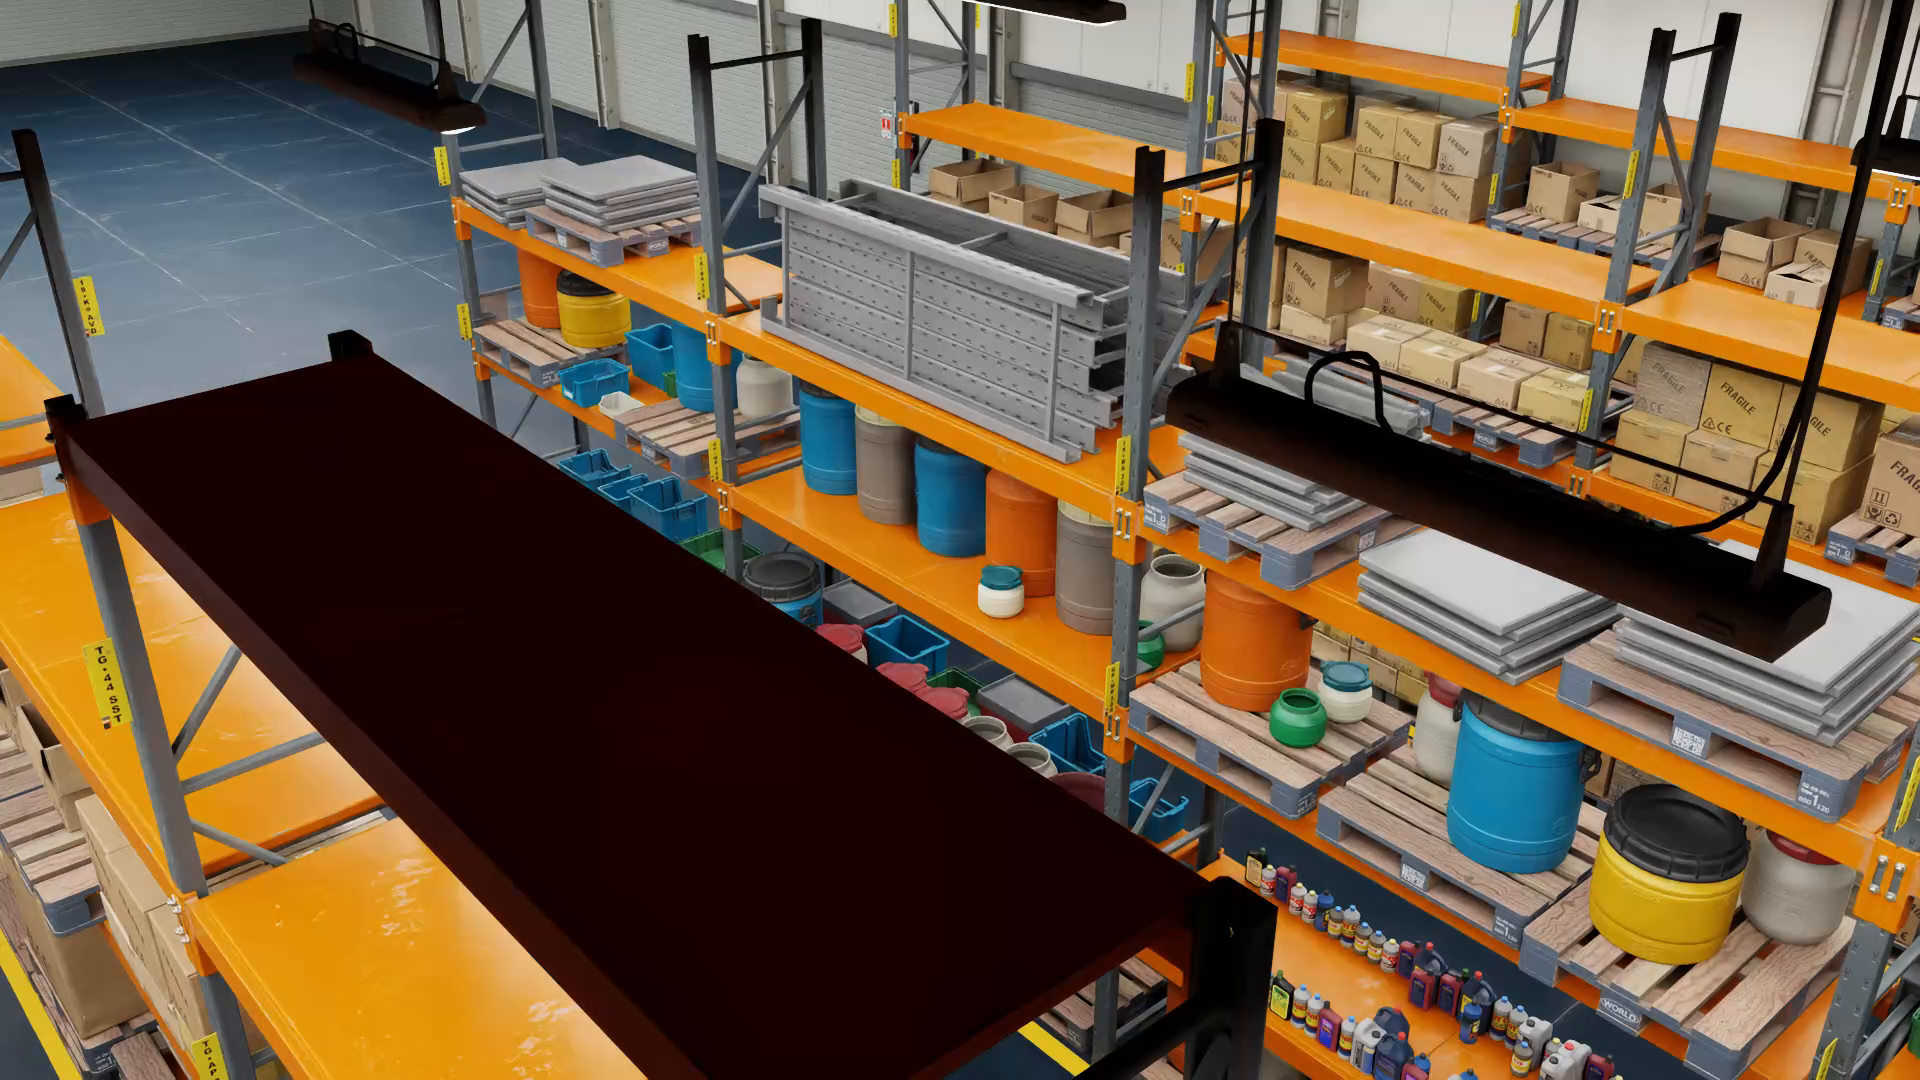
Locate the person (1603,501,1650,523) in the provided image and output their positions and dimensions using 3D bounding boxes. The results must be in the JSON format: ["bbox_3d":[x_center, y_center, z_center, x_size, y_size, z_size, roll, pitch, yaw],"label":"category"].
[{"bbox_3d":[6.372,-0.124,15.950,0.480,1.646,0.519,-13,30,-24],"label":"person"}]
